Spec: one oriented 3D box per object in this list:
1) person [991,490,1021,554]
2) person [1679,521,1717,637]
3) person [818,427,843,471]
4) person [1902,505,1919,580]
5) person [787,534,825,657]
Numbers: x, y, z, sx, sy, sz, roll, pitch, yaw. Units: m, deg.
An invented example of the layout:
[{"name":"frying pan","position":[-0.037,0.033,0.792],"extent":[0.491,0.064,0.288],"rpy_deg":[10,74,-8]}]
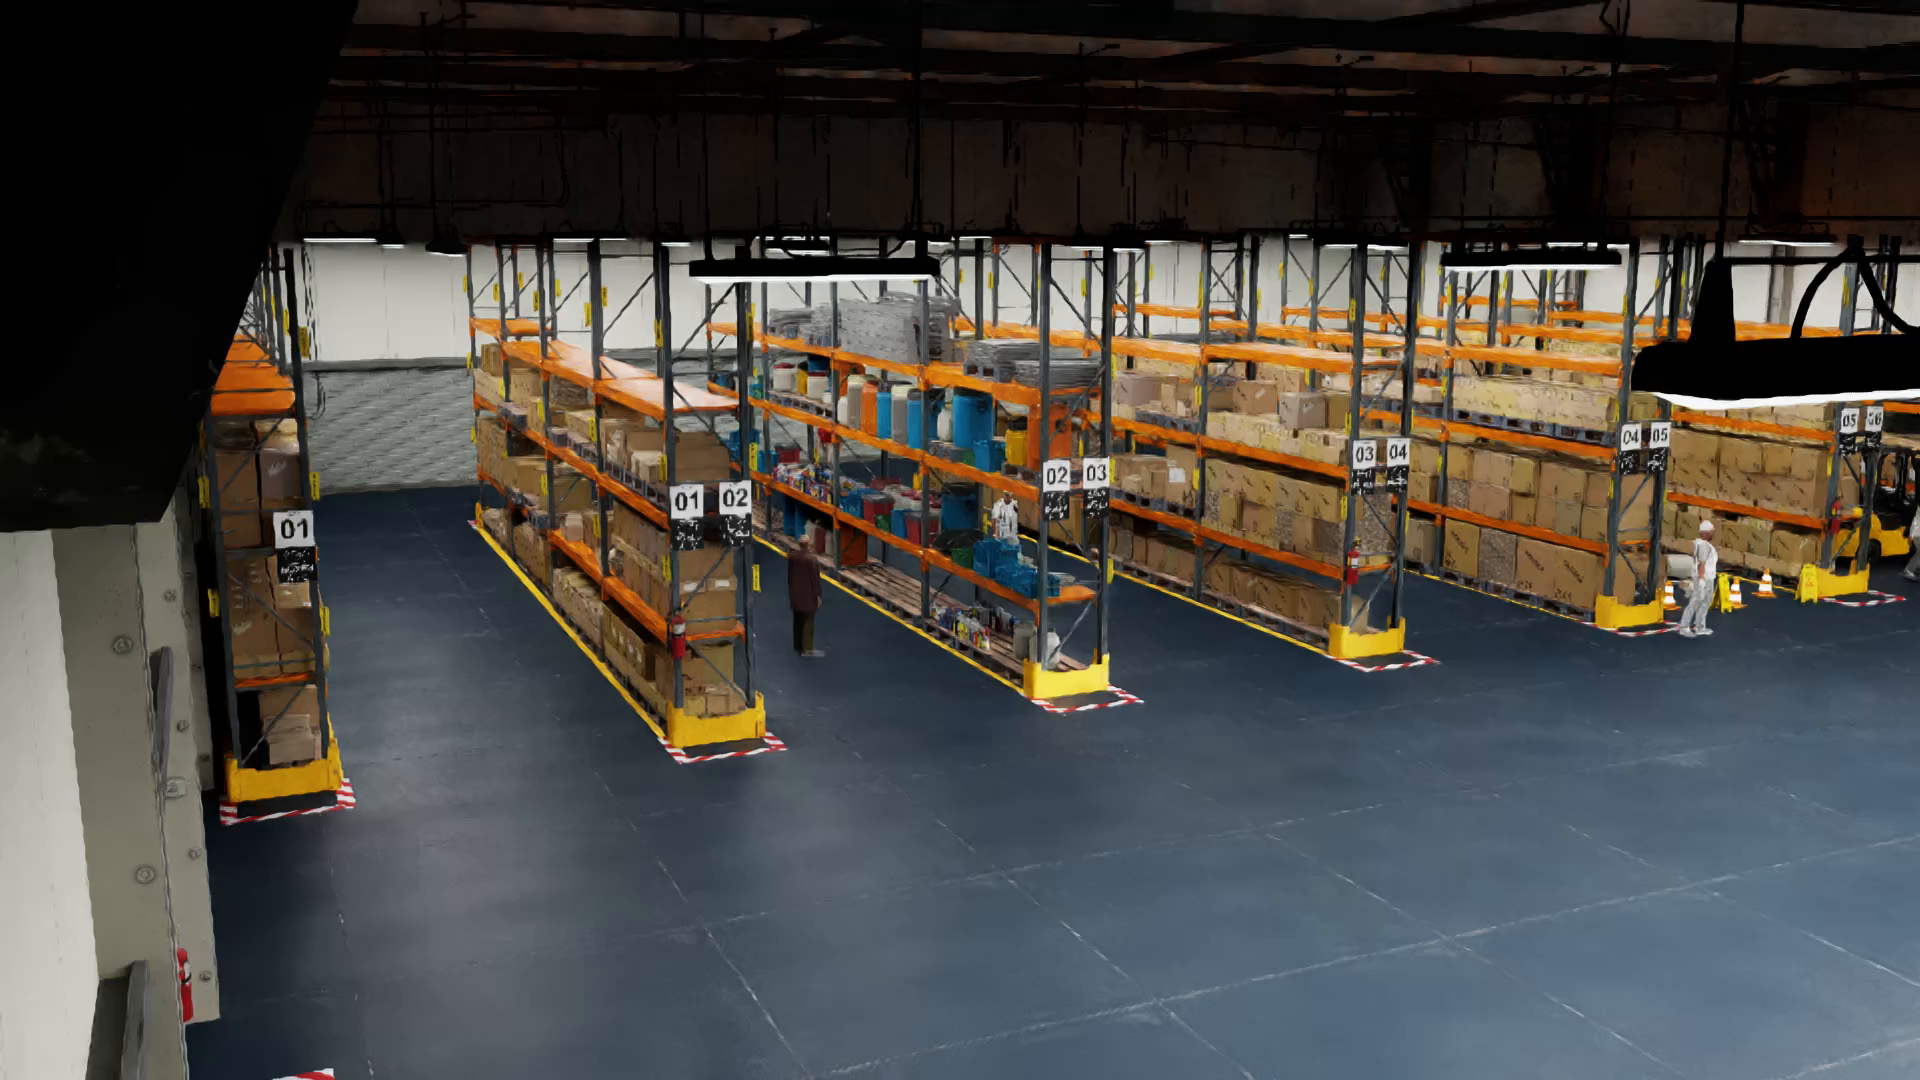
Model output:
[{"name":"person","position":[0.811,-0.134,29.299],"extent":[0.547,1.672,1.115],"rpy_deg":[-5,12,-25]},{"name":"person","position":[11.326,0.599,25.432],"extent":[0.498,1.775,0.645],"rpy_deg":[4,12,22]},{"name":"person","position":[-3.113,-2.233,40.111],"extent":[0.661,1.729,0.486],"rpy_deg":[6,13,30]},{"name":"person","position":[16.850,-0.066,28.924],"extent":[0.539,1.715,1.031],"rpy_deg":[-3,11,-15]},{"name":"person","position":[-2.241,0.783,24.316],"extent":[0.656,1.788,0.520],"rpy_deg":[8,14,37]}]
